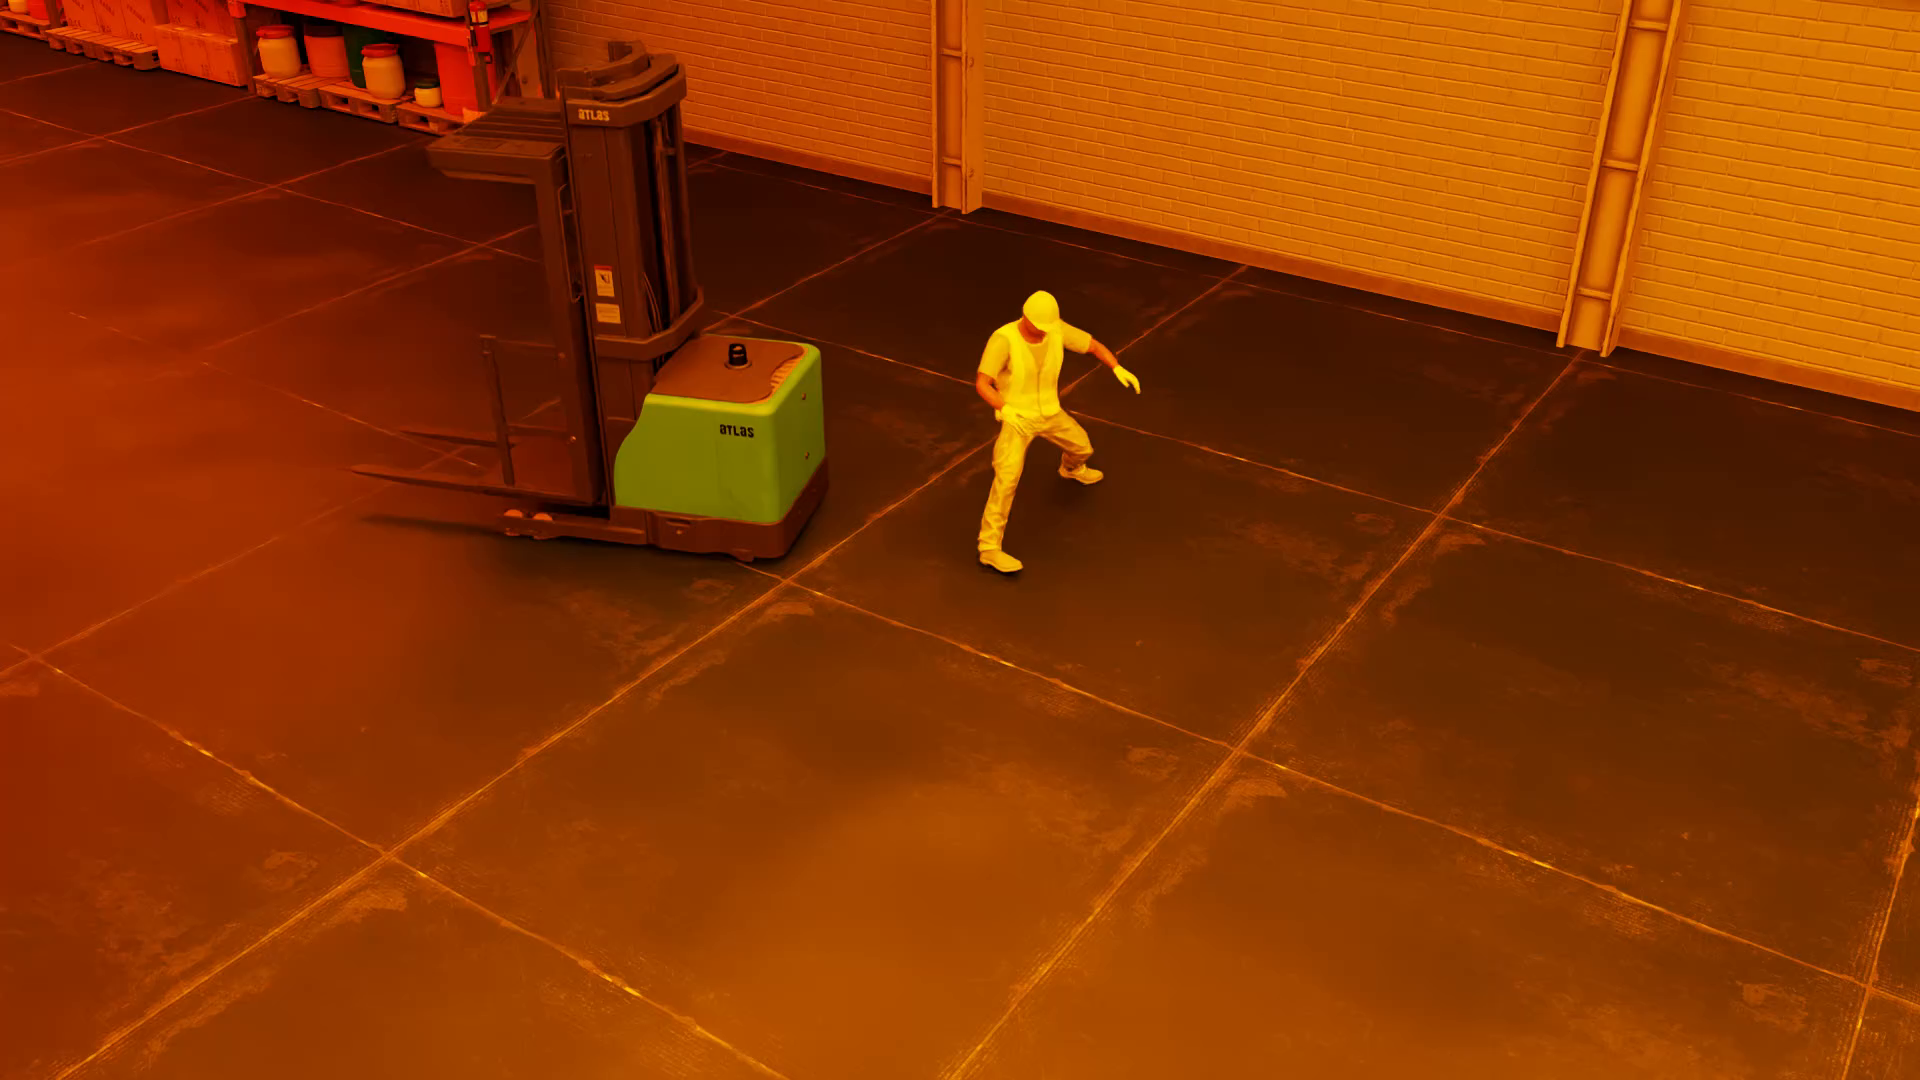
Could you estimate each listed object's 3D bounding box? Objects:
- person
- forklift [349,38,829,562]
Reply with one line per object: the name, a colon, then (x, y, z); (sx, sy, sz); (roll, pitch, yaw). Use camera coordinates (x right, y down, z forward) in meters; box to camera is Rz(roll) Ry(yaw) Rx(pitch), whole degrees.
person: (0.560, -0.789, 10.289); (1.274, 1.573, 0.948); (-16, 34, -25)
forklift: (-2.437, -1.516, 10.192); (3.031, 2.935, 1.130); (7, 31, 12)
